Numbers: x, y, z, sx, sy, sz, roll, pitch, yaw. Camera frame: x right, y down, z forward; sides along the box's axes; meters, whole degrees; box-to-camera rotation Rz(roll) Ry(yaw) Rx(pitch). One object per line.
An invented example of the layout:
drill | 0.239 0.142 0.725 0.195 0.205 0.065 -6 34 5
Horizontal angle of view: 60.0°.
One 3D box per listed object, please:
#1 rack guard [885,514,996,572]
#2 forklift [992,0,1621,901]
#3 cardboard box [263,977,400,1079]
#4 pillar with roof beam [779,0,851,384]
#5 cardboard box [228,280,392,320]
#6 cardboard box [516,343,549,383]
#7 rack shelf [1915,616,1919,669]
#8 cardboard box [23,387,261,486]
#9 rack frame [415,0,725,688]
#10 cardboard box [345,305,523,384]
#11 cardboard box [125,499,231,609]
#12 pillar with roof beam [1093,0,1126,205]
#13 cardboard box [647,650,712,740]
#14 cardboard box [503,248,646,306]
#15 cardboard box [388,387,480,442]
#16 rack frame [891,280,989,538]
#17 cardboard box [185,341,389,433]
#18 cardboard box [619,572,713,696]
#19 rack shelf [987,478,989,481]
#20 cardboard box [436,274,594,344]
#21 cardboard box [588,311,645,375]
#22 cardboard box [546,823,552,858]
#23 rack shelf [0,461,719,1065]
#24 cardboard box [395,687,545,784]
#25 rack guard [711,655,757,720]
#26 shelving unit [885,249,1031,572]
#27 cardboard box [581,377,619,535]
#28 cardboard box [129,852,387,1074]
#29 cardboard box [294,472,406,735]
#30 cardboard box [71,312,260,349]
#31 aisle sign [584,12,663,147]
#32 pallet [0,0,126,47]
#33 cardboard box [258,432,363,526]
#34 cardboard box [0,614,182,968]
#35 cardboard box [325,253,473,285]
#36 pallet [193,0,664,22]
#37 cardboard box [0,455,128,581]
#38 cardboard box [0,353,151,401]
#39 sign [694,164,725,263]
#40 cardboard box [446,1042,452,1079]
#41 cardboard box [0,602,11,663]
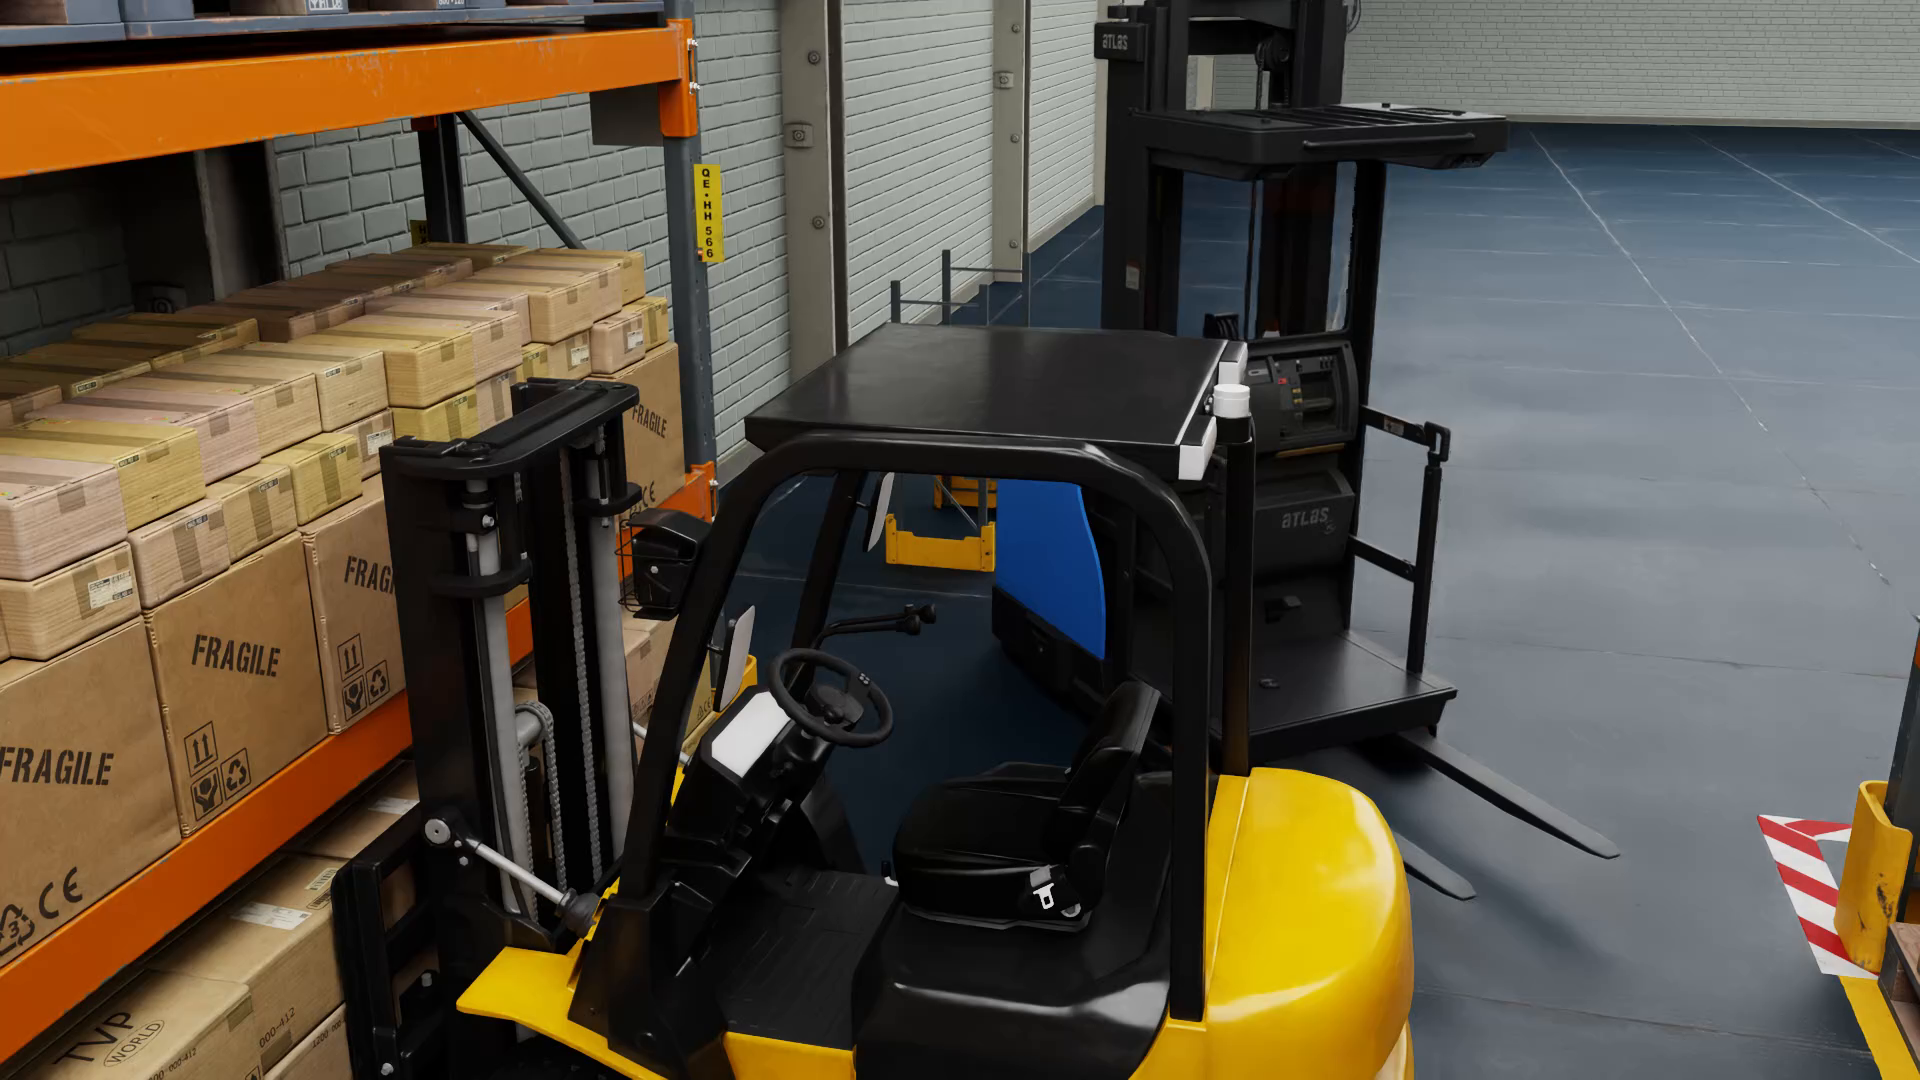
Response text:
rack guard | -0.103 0.014 8.760 0.587 0.250 0.087 5 19 13
forklift | 1.231 -0.539 6.232 1.130 2.935 3.031 -9 21 -24
cardboard box | -1.678 1.188 3.898 0.500 0.250 0.500 4 19 13
pillar with roof beam | 3.223 -4.722 9.089 9.100 9.000 0.400 5 19 13
cardboard box | -1.885 -0.656 4.850 0.380 0.149 0.250 5 19 14
cardboard box | -1.414 -0.477 4.785 0.380 0.149 0.250 5 19 13
rack shelf | 2.953 0.869 3.116 1.077 0.370 4.000 5 19 13
cardboard box | -1.747 -0.217 3.564 0.380 0.149 0.250 5 19 13
rack frame | -1.373 -0.489 5.979 1.000 3.000 0.127 5 19 13
cardboard box | -1.413 -0.529 4.477 0.380 0.149 0.250 5 20 15
cardboard box | -1.721 0.012 3.352 0.380 0.149 0.250 4 19 13
pillar with roof beam | 6.155 -8.483 20.101 9.100 9.000 0.400 5 19 13
cardboard box | -1.189 0.554 5.756 0.500 0.250 0.500 4 19 13
cardboard box | -1.256 -0.855 5.433 0.380 0.149 0.250 5 19 14
cardboard box | -1.476 -0.309 4.292 0.380 0.149 0.250 5 19 14
rack frame | -0.103 -0.577 8.557 0.500 1.500 0.032 5 19 13
cardboard box | -1.625 -0.374 4.024 0.380 0.149 0.250 5 19 14
cardboard box | -1.183 0.309 5.699 0.500 0.250 0.500 5 20 15
rack shelf | 0.021 -0.566 9.082 0.538 0.185 1.000 5 19 13
cardboard box | -1.324 -0.691 4.953 0.380 0.149 0.250 5 20 15
cardboard box | -1.220 -0.630 5.234 0.380 0.149 0.250 5 19 14
cardboard box | -1.428 0.874 4.820 0.500 0.250 0.500 4 19 12
rack shelf | -1.862 0.478 4.260 1.077 0.370 4.000 5 19 13
cardboard box | -1.416 0.628 4.764 0.500 0.250 0.500 5 19 14
rack guard | -1.367 0.686 6.405 1.175 0.500 0.348 5 19 13
shelving unit | 0.019 -0.734 9.015 0.587 1.500 1.083 5 19 13
cardboard box | -1.374 -0.200 4.977 0.500 0.500 0.500 5 20 15
cardboard box | -1.683 0.951 3.821 0.500 0.250 0.500 5 20 15
cardboard box | -1.611 0.119 4.043 0.500 0.500 0.500 5 19 14
cardboard box | -2.084 -0.497 4.384 0.380 0.149 0.250 4 19 12
aisle sign | -1.072 -1.717 5.551 0.394 0.787 0.004 5 19 13
pallet | -2.167 -0.882 2.627 1.003 0.211 1.213 5 19 13
cardboard box | -1.620 -0.152 3.834 0.380 0.149 0.250 4 19 12
cardboard box | -1.878 0.434 3.121 0.500 0.500 0.500 5 19 14
cardboard box | -1.788 -0.817 5.322 0.380 0.149 0.250 5 20 15
pallet | -1.571 -1.647 4.866 1.003 0.211 1.213 5 19 13
cardboard box | -1.792 -0.049 3.073 0.380 0.149 0.250 5 20 15
cardboard box | -2.129 -0.330 3.895 0.380 0.149 0.250 5 20 15
sign | -0.850 -1.102 5.616 0.100 0.325 0.005 5 19 13
cardboard box | -1.548 1.261 4.459 0.500 0.250 0.500 5 20 15
cardboard box | -1.919 0.166 2.903 0.380 0.149 0.250 5 19 13
